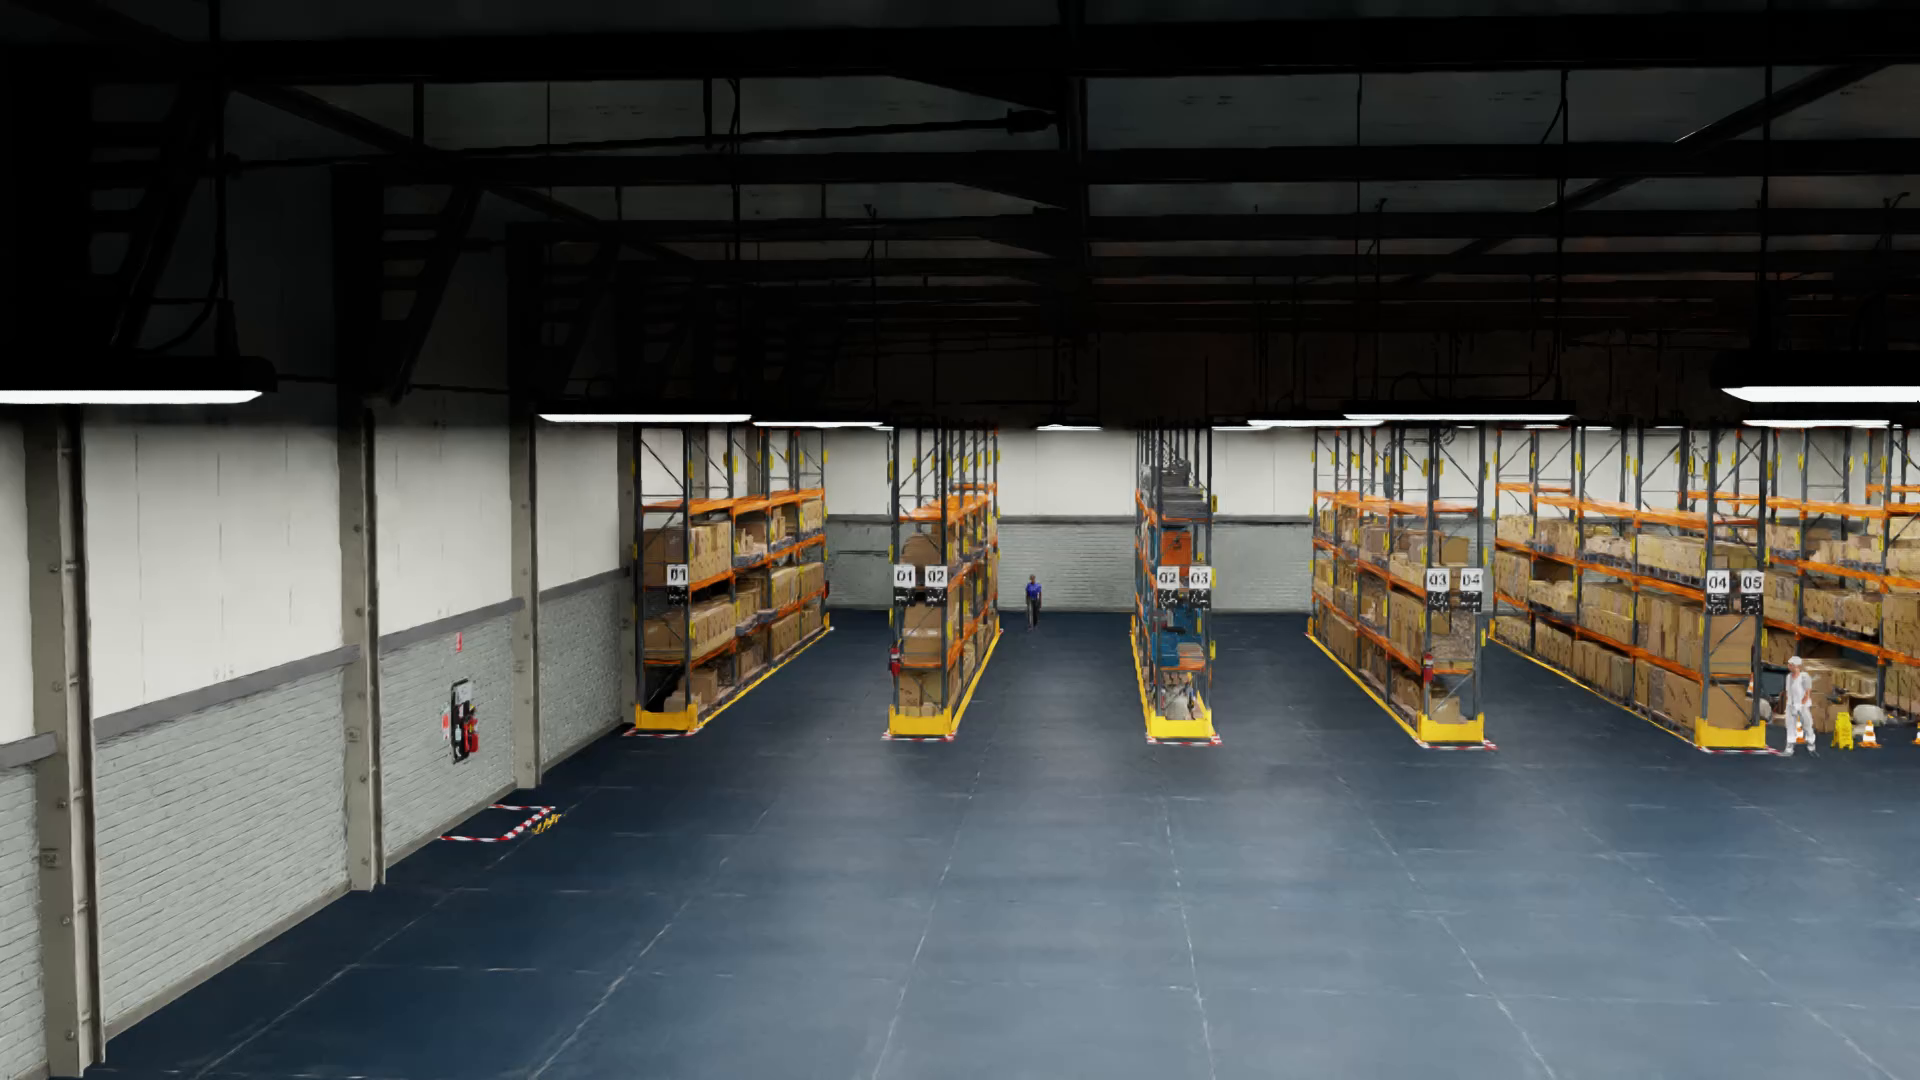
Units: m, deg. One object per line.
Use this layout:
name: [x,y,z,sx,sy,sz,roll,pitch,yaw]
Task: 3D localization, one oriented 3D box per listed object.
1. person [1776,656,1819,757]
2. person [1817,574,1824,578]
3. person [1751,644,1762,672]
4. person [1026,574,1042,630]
person: [14.734,2.931,29.216,0.713,1.785,0.556,-2,4,-24]
person: [24.477,1.804,47.109,0.443,1.667,0.619,-2,4,-22]
person: [18.031,2.341,37.938,0.642,1.771,0.689,2,4,28]
person: [2.140,1.777,48.136,0.463,1.596,0.989,0,4,4]
